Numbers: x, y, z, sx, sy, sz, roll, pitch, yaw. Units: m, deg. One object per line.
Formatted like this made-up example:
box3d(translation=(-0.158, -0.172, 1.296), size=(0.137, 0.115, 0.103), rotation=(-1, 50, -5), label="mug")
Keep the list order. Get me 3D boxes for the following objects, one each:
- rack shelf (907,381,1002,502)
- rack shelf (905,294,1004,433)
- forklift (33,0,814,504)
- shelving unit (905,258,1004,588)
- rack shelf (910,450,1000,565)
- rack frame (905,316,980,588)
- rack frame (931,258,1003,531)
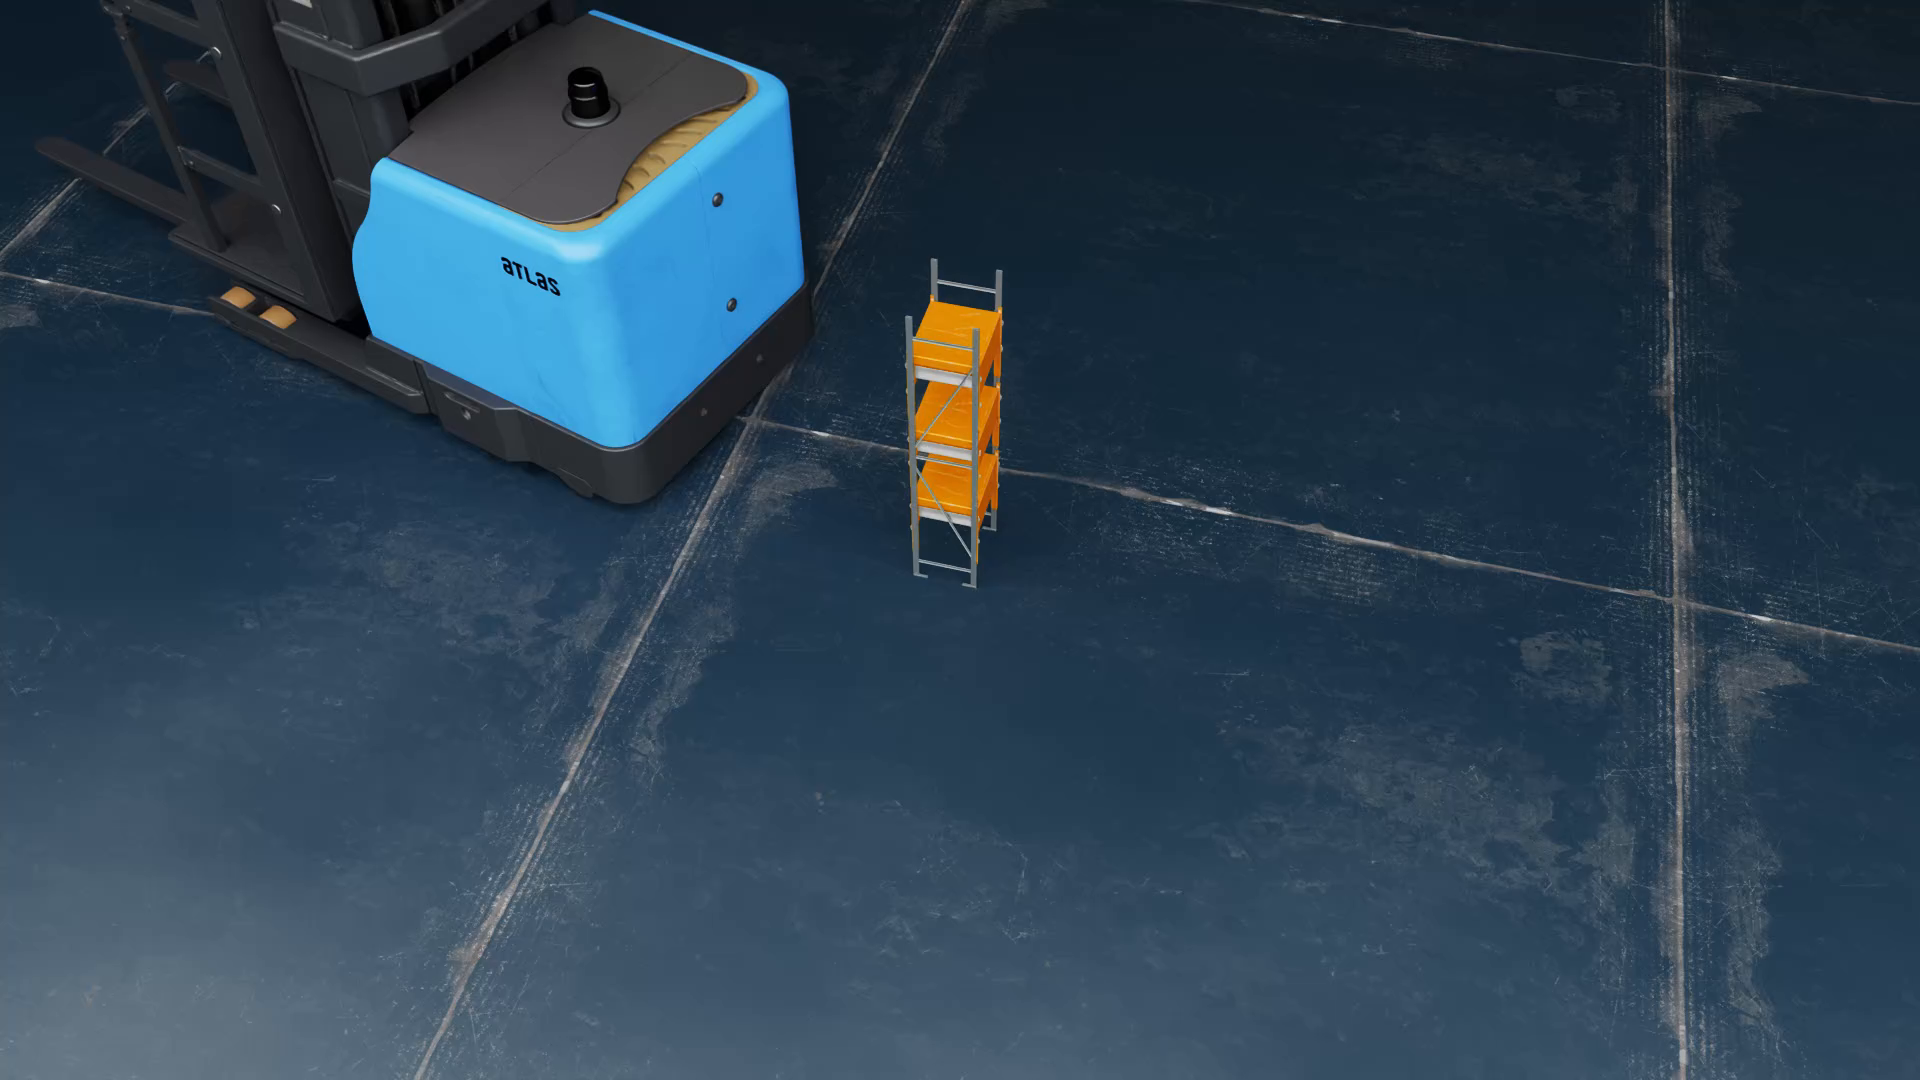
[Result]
box3d(translation=(-0.014, -0.302, 4.830), size=(0.215, 0.259, 0.240), rotation=(12, 50, 10), label="rack shelf")
box3d(translation=(-0.014, -0.489, 4.617), size=(0.215, 0.259, 0.240), rotation=(12, 50, 10), label="rack shelf")
box3d(translation=(-2.033, -1.934, 5.002), size=(3.031, 2.935, 1.130), rotation=(25, 53, 20), label="forklift")
box3d(translation=(-0.014, -0.309, 4.822), size=(0.215, 1.050, 0.252), rotation=(12, 50, 10), label="shelving unit")
box3d(translation=(-0.014, -0.118, 5.039), size=(0.215, 0.259, 0.240), rotation=(12, 50, 10), label="rack shelf")
box3d(translation=(-0.046, -0.220, 4.744), size=(0.200, 1.050, 0.008), rotation=(12, 50, 10), label="rack frame")
box3d(translation=(0.018, -0.397, 4.900), size=(0.200, 1.050, 0.008), rotation=(12, 50, 10), label="rack frame")
